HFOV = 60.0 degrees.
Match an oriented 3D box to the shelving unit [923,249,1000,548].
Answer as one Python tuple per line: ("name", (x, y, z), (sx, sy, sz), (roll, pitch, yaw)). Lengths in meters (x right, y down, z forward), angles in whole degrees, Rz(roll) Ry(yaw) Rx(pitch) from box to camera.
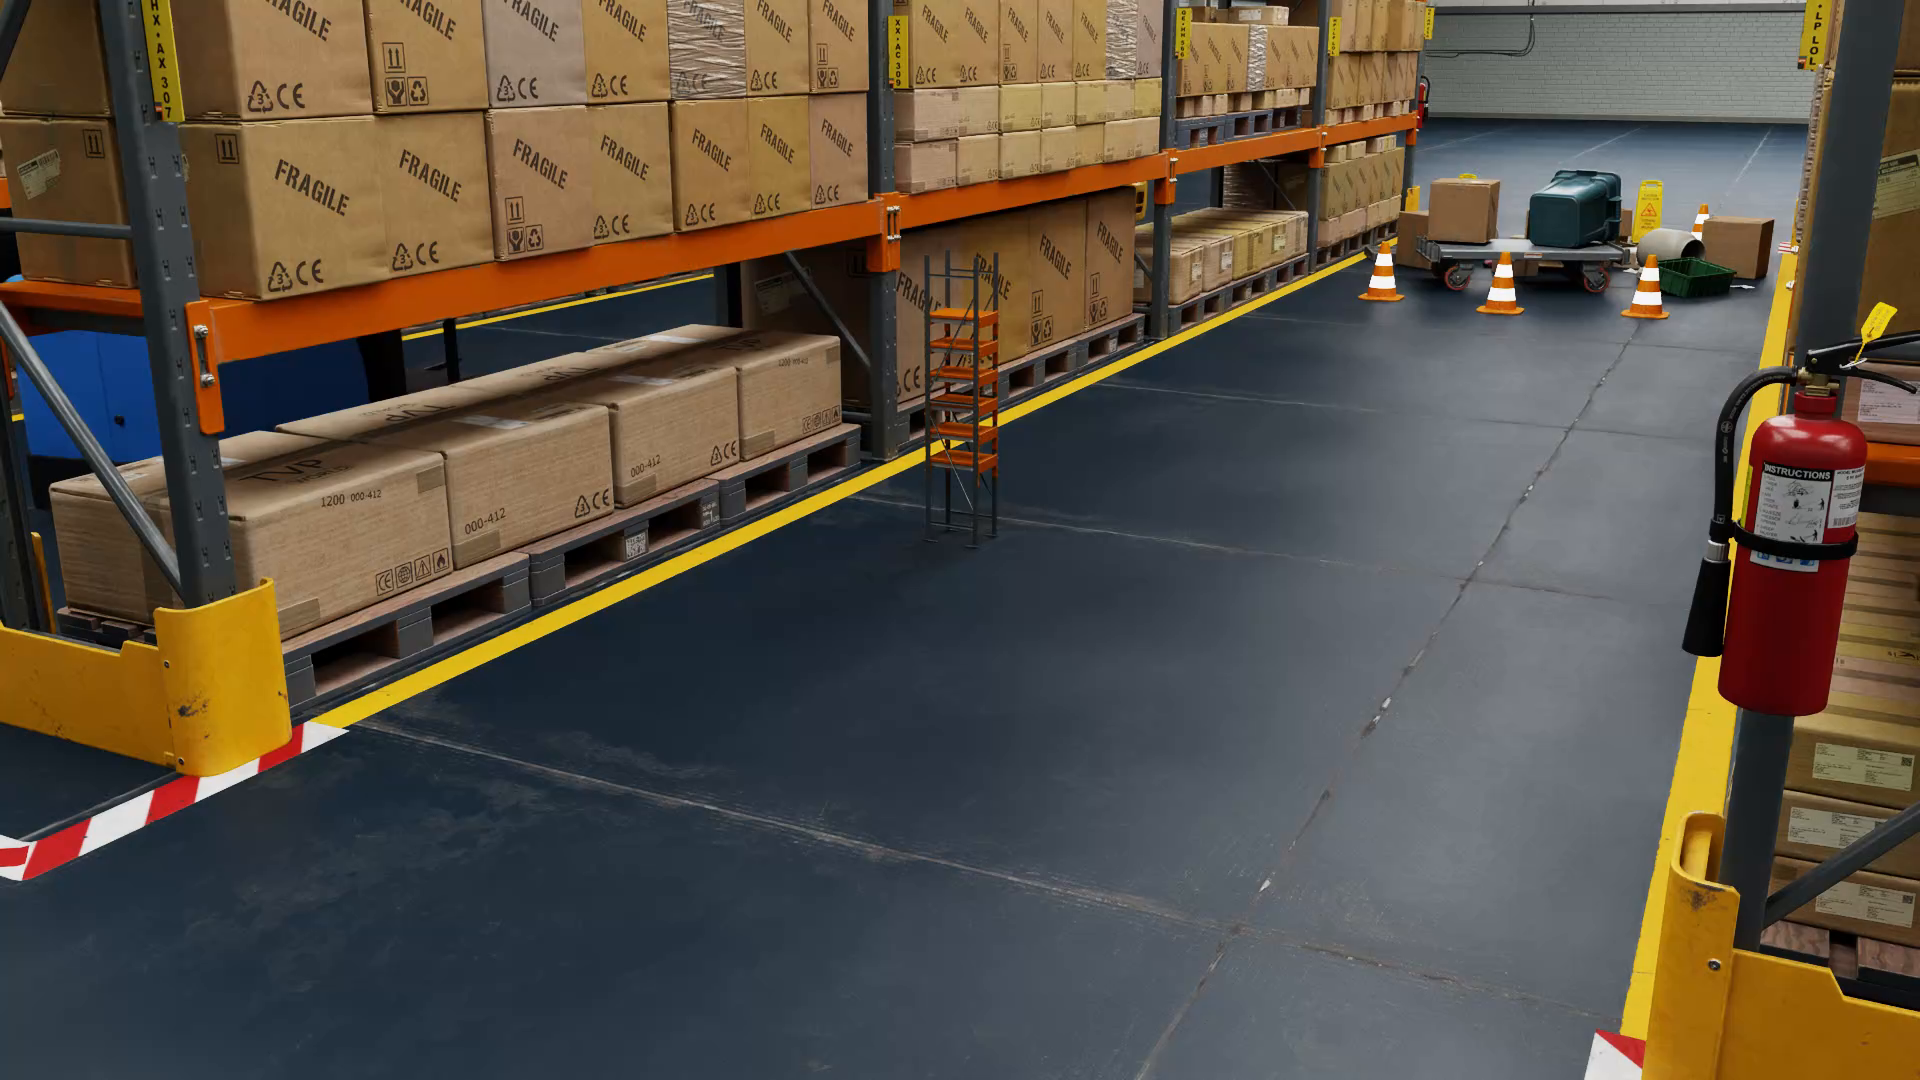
("shelving unit", (0.006, -0.579, 6.866), (0.258, 1.200, 0.189), (8, 18, 25))

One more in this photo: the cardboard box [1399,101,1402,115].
("cardboard box", (4.453, -4.570, 17.582), (0.380, 0.149, 0.250), (8, 18, 24))

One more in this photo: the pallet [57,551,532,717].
("pallet", (-2.285, 0.245, 5.829), (1.003, 0.211, 1.213), (8, 18, 25))

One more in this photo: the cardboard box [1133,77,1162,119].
("cardboard box", (1.013, -2.928, 10.999), (0.500, 0.250, 0.500), (8, 18, 25))

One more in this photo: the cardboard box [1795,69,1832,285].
("cardboard box", (2.324, -0.873, 3.996), (0.500, 0.500, 0.500), (8, 18, 26))

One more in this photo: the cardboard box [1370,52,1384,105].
("cardboard box", (3.883, -4.590, 16.512), (0.500, 0.500, 0.500), (8, 18, 26))

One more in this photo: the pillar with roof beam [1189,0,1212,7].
("pillar with roof beam", (8.230, -10.906, 27.939), (9.100, 9.000, 0.400), (8, 18, 25))

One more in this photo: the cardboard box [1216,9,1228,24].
("cardboard box", (2.263, -4.563, 14.543), (0.380, 0.149, 0.250), (8, 18, 25))

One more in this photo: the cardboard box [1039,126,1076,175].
("cardboard box", (0.352, -2.290, 9.731), (0.500, 0.250, 0.500), (8, 18, 24))

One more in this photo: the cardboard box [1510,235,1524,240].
("cardboard box", (5.798, -2.996, 16.851), (0.250, 0.149, 0.380), (-11, 20, -32))

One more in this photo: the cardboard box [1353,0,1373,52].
("cardboard box", (3.428, -4.816, 15.518), (0.700, 0.500, 0.500), (8, 18, 26))

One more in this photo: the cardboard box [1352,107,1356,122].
("cardboard box", (3.608, -4.127, 16.091), (0.380, 0.149, 0.250), (8, 18, 25))

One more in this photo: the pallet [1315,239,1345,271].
("pallet", (3.058, -2.774, 15.992), (1.003, 0.211, 1.213), (8, 18, 25))

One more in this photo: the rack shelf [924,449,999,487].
("rack shelf", (0.006, -0.306, 6.947), (0.258, 0.103, 0.180), (8, 18, 25))

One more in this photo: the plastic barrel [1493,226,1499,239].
("plastic barrel", (5.008, -3.000, 16.381), (0.421, 0.421, 0.512), (-7, 18, -22))

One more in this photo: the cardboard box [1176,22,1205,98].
("cardboard box", (1.410, -3.393, 11.744), (0.500, 0.500, 0.500), (8, 18, 24))

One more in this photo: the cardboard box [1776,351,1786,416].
("cardboard box", (4.023, -0.647, 7.588), (0.500, 0.500, 0.500), (8, 18, 24))

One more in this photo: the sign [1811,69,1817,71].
("sign", (6.766, -3.854, 13.072), (0.100, 0.325, 0.005), (8, 18, 25))

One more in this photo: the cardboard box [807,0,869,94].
("cardboard box", (-0.749, -2.269, 7.464), (0.500, 0.500, 0.500), (8, 18, 25))

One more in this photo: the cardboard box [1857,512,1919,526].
("cardboard box", (2.773, -0.015, 5.030), (0.380, 0.149, 0.250), (7, 18, 23))

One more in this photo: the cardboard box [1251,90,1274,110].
("cardboard box", (2.338, -3.591, 13.552), (0.380, 0.149, 0.250), (8, 18, 25))

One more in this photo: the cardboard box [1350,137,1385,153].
("cardboard box", (4.114, -4.037, 16.985), (0.380, 0.149, 0.250), (9, 19, 28))

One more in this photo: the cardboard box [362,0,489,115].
("cardboard box", (-1.879, -1.624, 5.292), (0.500, 0.500, 0.500), (8, 18, 24))

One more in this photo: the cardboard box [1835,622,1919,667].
("cardboard box", (2.076, 0.300, 3.970), (0.380, 0.149, 0.250), (8, 18, 24))

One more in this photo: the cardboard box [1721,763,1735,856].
("cardboard box", (1.974, 0.652, 3.830), (0.380, 0.149, 0.250), (9, 19, 27))

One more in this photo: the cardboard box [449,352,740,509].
("cardboard box", (-1.561, -0.496, 7.188), (0.875, 0.438, 0.875), (8, 18, 24))

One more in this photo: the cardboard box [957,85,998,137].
("cardboard box", (-0.129, -2.277, 8.809), (0.500, 0.250, 0.500), (8, 19, 26))

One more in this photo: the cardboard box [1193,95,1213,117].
("cardboard box", (1.633, -3.187, 12.191), (0.380, 0.149, 0.250), (7, 18, 22))

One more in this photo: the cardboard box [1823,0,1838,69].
("cardboard box", (2.333, -1.355, 3.863), (0.500, 0.500, 0.500), (9, 19, 28))

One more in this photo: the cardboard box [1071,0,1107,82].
("cardboard box", (0.555, -3.021, 9.995), (0.500, 0.500, 0.500), (8, 18, 25))

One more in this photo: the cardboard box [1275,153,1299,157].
("cardboard box", (3.266, -3.622, 16.726), (0.500, 0.500, 0.500), (9, 19, 28))

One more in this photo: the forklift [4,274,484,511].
("forklift", (-3.137, -1.845, 8.087), (1.130, 2.935, 3.031), (5, 17, 16))

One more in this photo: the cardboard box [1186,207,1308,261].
("cardboard box", (2.557, -2.742, 14.867), (0.950, 0.372, 0.625), (8, 18, 26))

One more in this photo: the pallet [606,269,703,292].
("pallet", (-3.038, -2.414, 14.783), (1.003, 0.211, 1.213), (8, 18, 25))

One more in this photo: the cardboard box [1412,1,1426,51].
("cardboard box", (4.544, -5.466, 17.704), (0.700, 0.500, 0.500), (8, 18, 24))

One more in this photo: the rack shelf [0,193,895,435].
("rack shelf", (-1.679, -1.043, 6.530), (1.077, 0.370, 4.000), (8, 18, 25))

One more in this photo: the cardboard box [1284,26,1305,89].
("cardboard box", (2.568, -4.053, 13.967), (0.500, 0.500, 0.500), (8, 18, 26))

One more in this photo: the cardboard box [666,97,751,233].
("cardboard box", (-1.200, -1.533, 6.741), (0.500, 0.500, 0.500), (8, 18, 25))

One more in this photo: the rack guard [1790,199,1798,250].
("rack guard", (9.061, -3.157, 16.777), (1.175, 0.500, 0.348), (8, 18, 25))

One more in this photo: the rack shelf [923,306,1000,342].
("rack shelf", (0.006, -0.881, 6.776), (0.258, 0.103, 0.180), (8, 18, 25))

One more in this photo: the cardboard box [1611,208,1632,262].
("cardboard box", (6.057, -2.987, 16.199), (0.797, 0.503, 0.637), (-4, 17, -13))

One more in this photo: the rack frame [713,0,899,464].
("rack frame", (-0.785, -1.897, 8.143), (1.000, 3.000, 0.127), (8, 18, 25))

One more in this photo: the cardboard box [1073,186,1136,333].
("cardboard box", (0.619, -1.933, 11.259), (0.875, 0.875, 0.875), (8, 18, 25))

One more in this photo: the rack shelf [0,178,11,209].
("rack shelf", (-6.121, -1.673, 8.653), (1.077, 0.370, 4.000), (8, 18, 25))

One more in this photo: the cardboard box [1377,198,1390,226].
("cardboard box", (4.218, -3.466, 17.517), (0.500, 0.250, 0.500), (8, 18, 26))

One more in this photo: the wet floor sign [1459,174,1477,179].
("wet floor sign", (5.619, -3.737, 18.474), (0.232, 0.644, 0.267), (-15, 22, -41))

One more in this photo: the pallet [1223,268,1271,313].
("pallet", (1.899, -2.088, 13.682), (1.003, 0.211, 1.213), (8, 18, 25))

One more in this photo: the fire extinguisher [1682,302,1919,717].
("fire extinguisher", (1.375, -0.053, 2.725), (0.296, 0.674, 0.183), (8, 18, 25))

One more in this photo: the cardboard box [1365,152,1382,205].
("cardboard box", (3.990, -3.698, 16.981), (0.500, 0.500, 0.500), (8, 18, 24))
